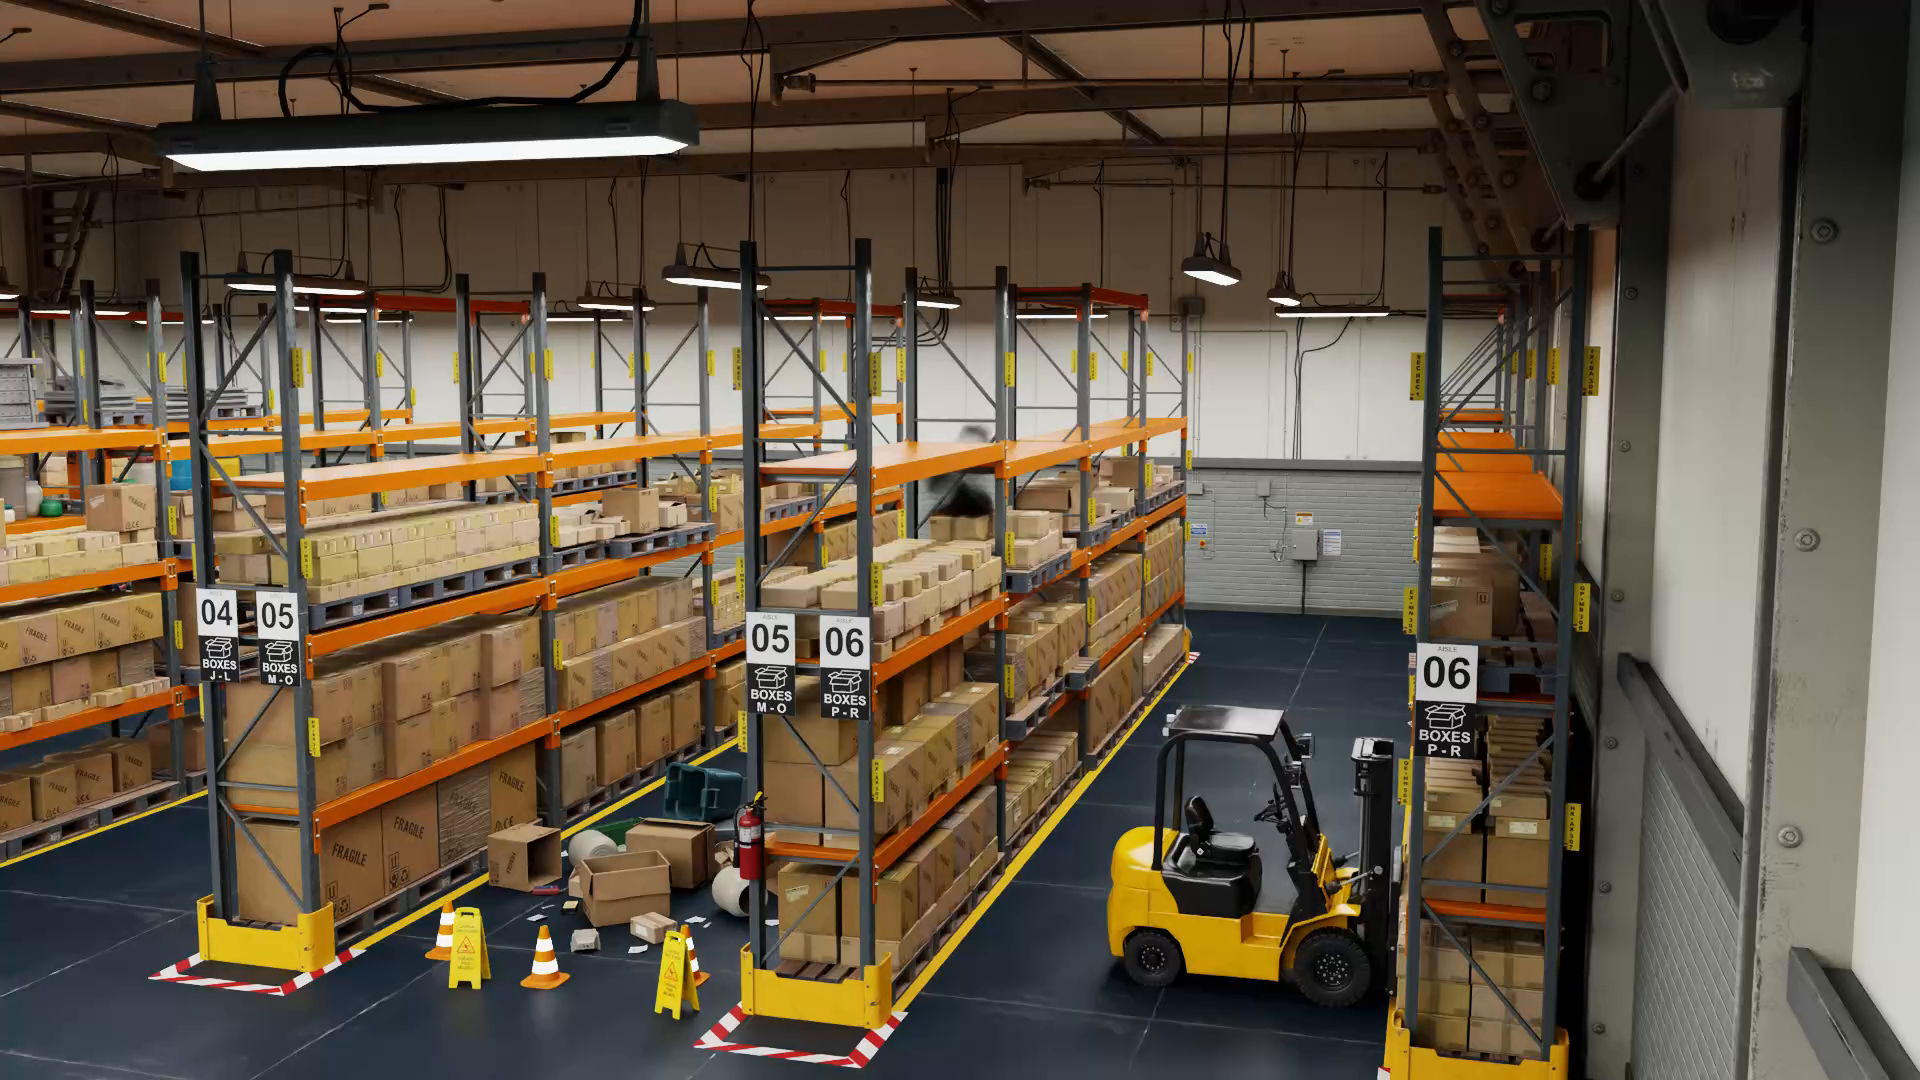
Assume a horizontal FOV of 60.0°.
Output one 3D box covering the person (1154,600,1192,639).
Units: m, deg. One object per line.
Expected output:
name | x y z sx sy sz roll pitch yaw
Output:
person | 3.608 0.985 29.468 0.698 1.718 0.939 -5 8 -38
